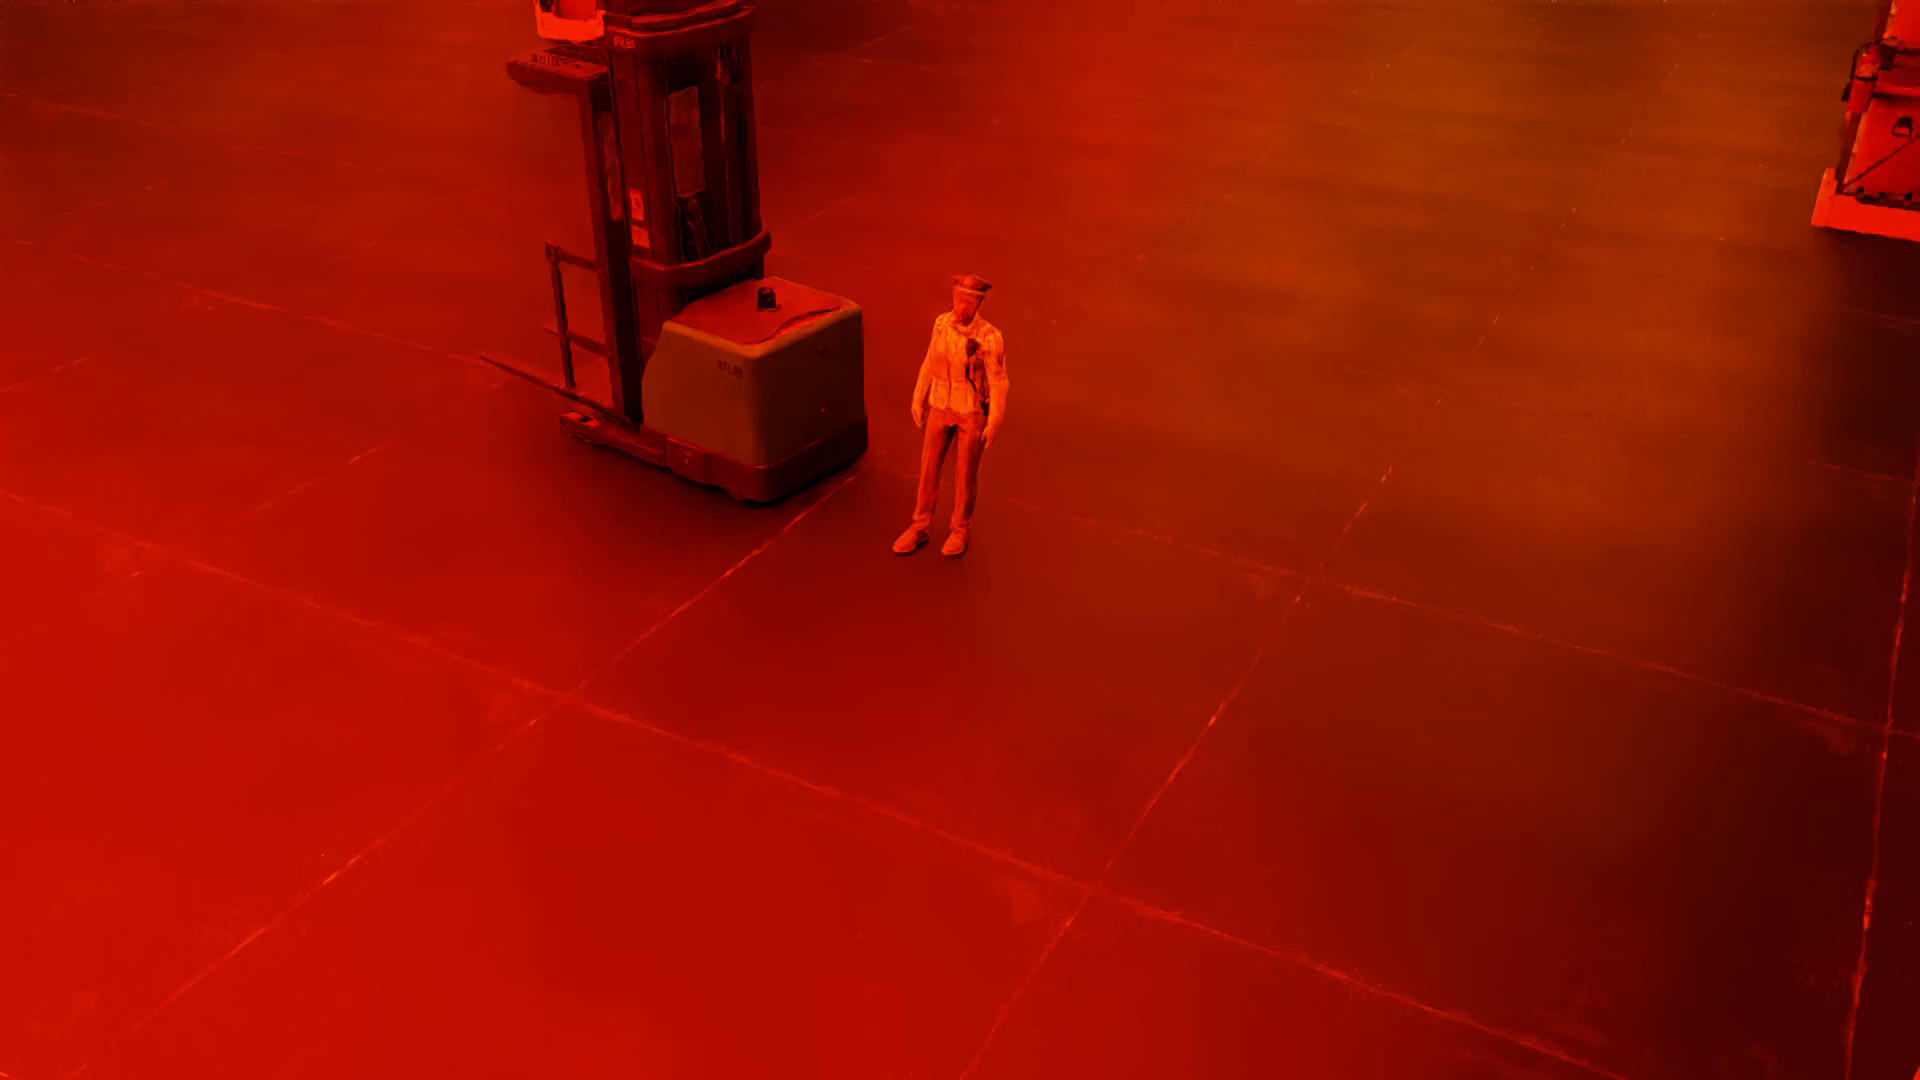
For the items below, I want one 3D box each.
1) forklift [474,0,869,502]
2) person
[{"bbox_3d":[-2.075,-2.092,10.695,3.031,2.935,1.130,21,36,32],"label":"forklift"},{"bbox_3d":[-0.039,-0.713,9.527,0.586,1.695,0.532,15,33,25],"label":"person"}]
